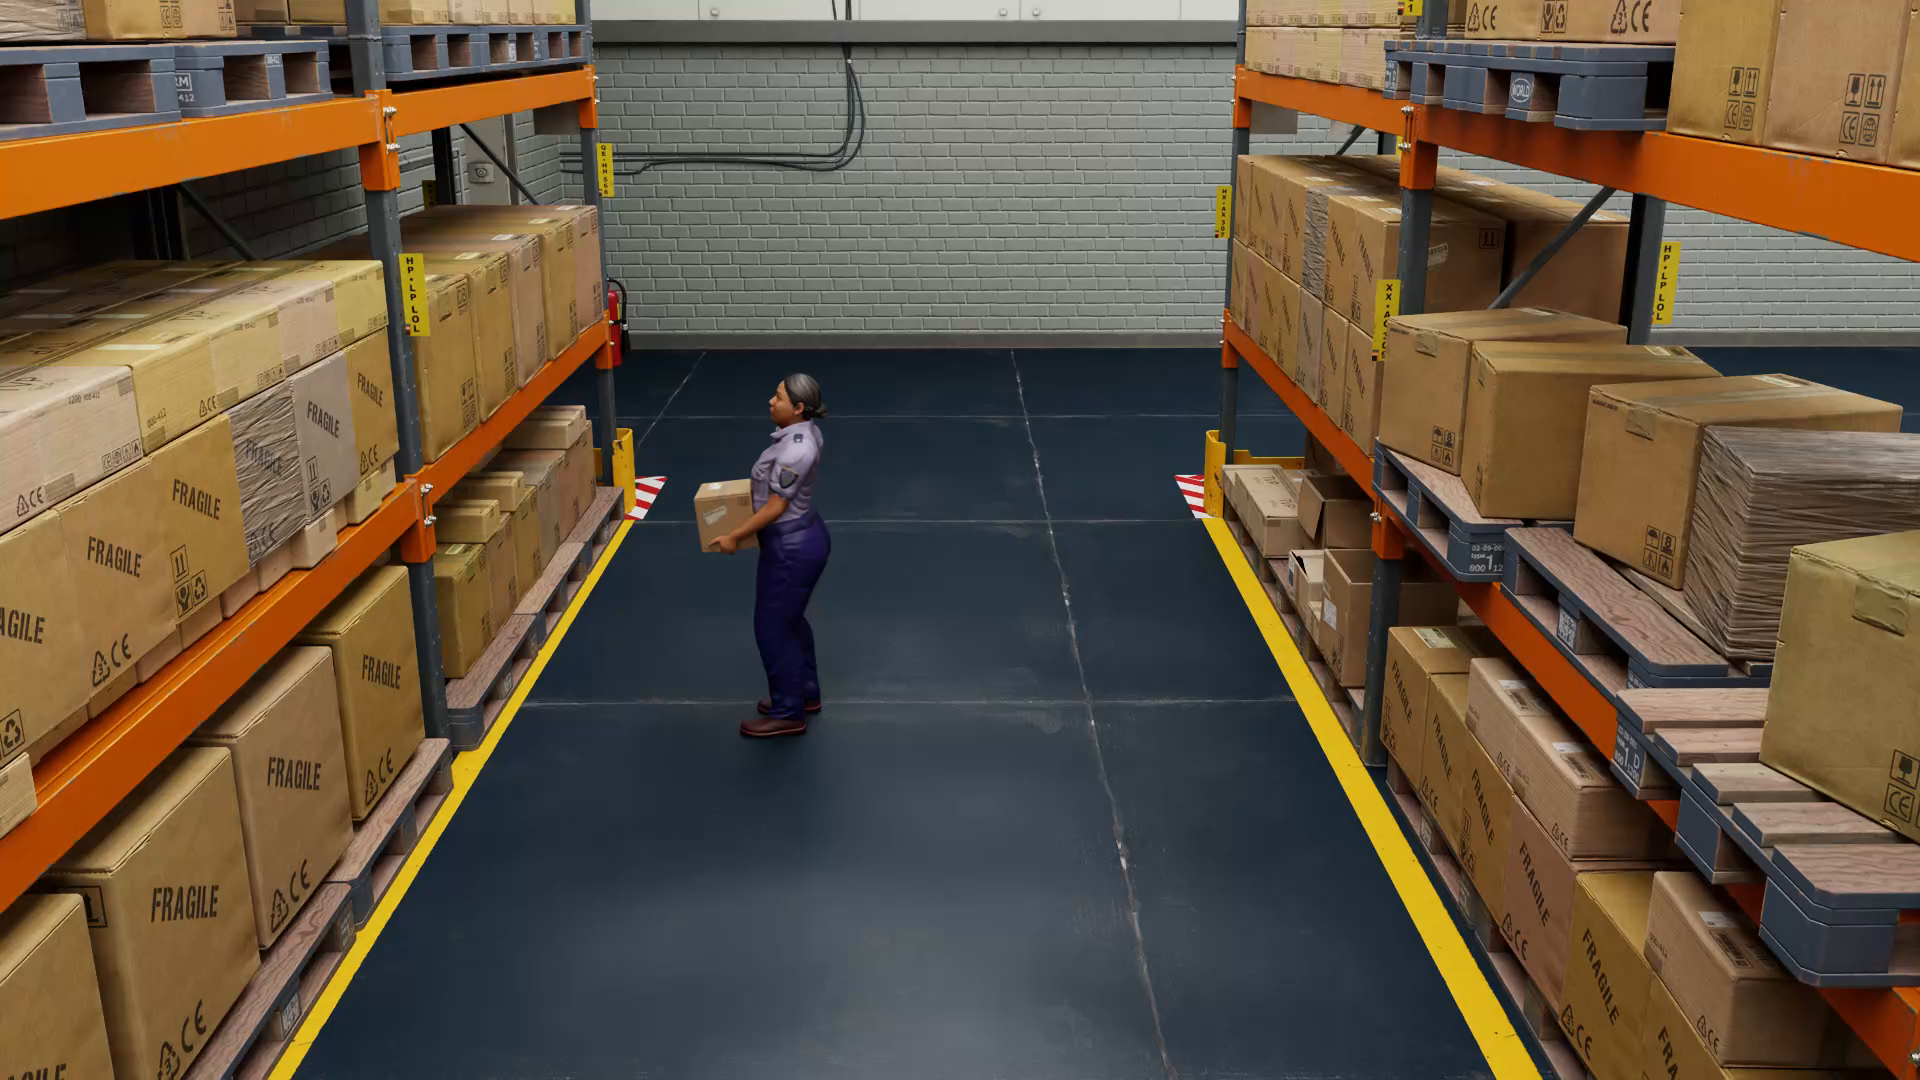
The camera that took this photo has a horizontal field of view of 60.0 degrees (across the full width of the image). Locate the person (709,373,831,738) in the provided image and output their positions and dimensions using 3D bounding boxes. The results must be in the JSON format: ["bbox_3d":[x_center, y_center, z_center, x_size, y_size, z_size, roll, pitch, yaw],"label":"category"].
[{"bbox_3d":[-0.838,0.068,7.396,0.522,1.620,0.452,0,17,-1],"label":"person"}]
